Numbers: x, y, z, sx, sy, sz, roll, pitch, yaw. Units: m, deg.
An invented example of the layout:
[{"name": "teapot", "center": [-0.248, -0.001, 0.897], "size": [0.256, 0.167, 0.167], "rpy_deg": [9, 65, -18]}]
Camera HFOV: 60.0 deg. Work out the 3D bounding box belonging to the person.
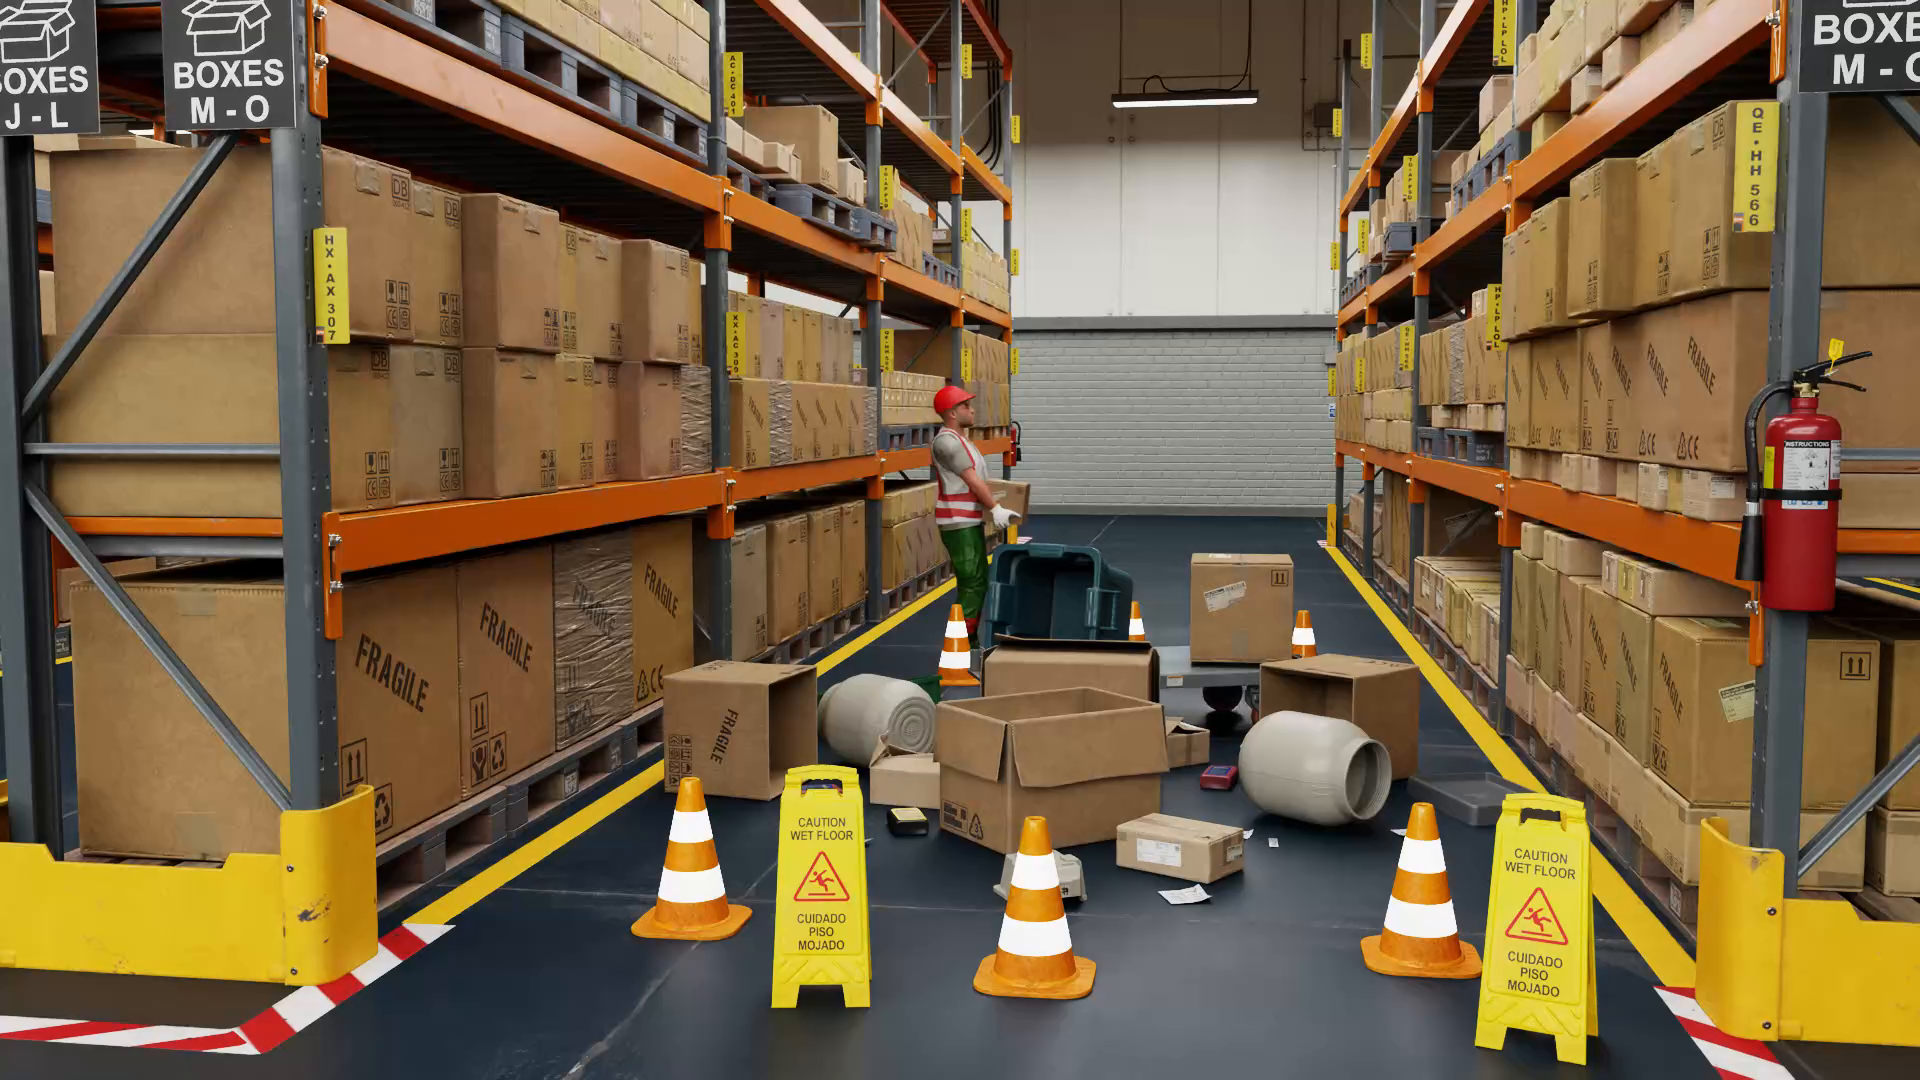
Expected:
[{"name": "person", "center": [0.116, -0.072, 10.395], "size": [0.573, 1.782, 0.494], "rpy_deg": [1, 4, 9]}]
